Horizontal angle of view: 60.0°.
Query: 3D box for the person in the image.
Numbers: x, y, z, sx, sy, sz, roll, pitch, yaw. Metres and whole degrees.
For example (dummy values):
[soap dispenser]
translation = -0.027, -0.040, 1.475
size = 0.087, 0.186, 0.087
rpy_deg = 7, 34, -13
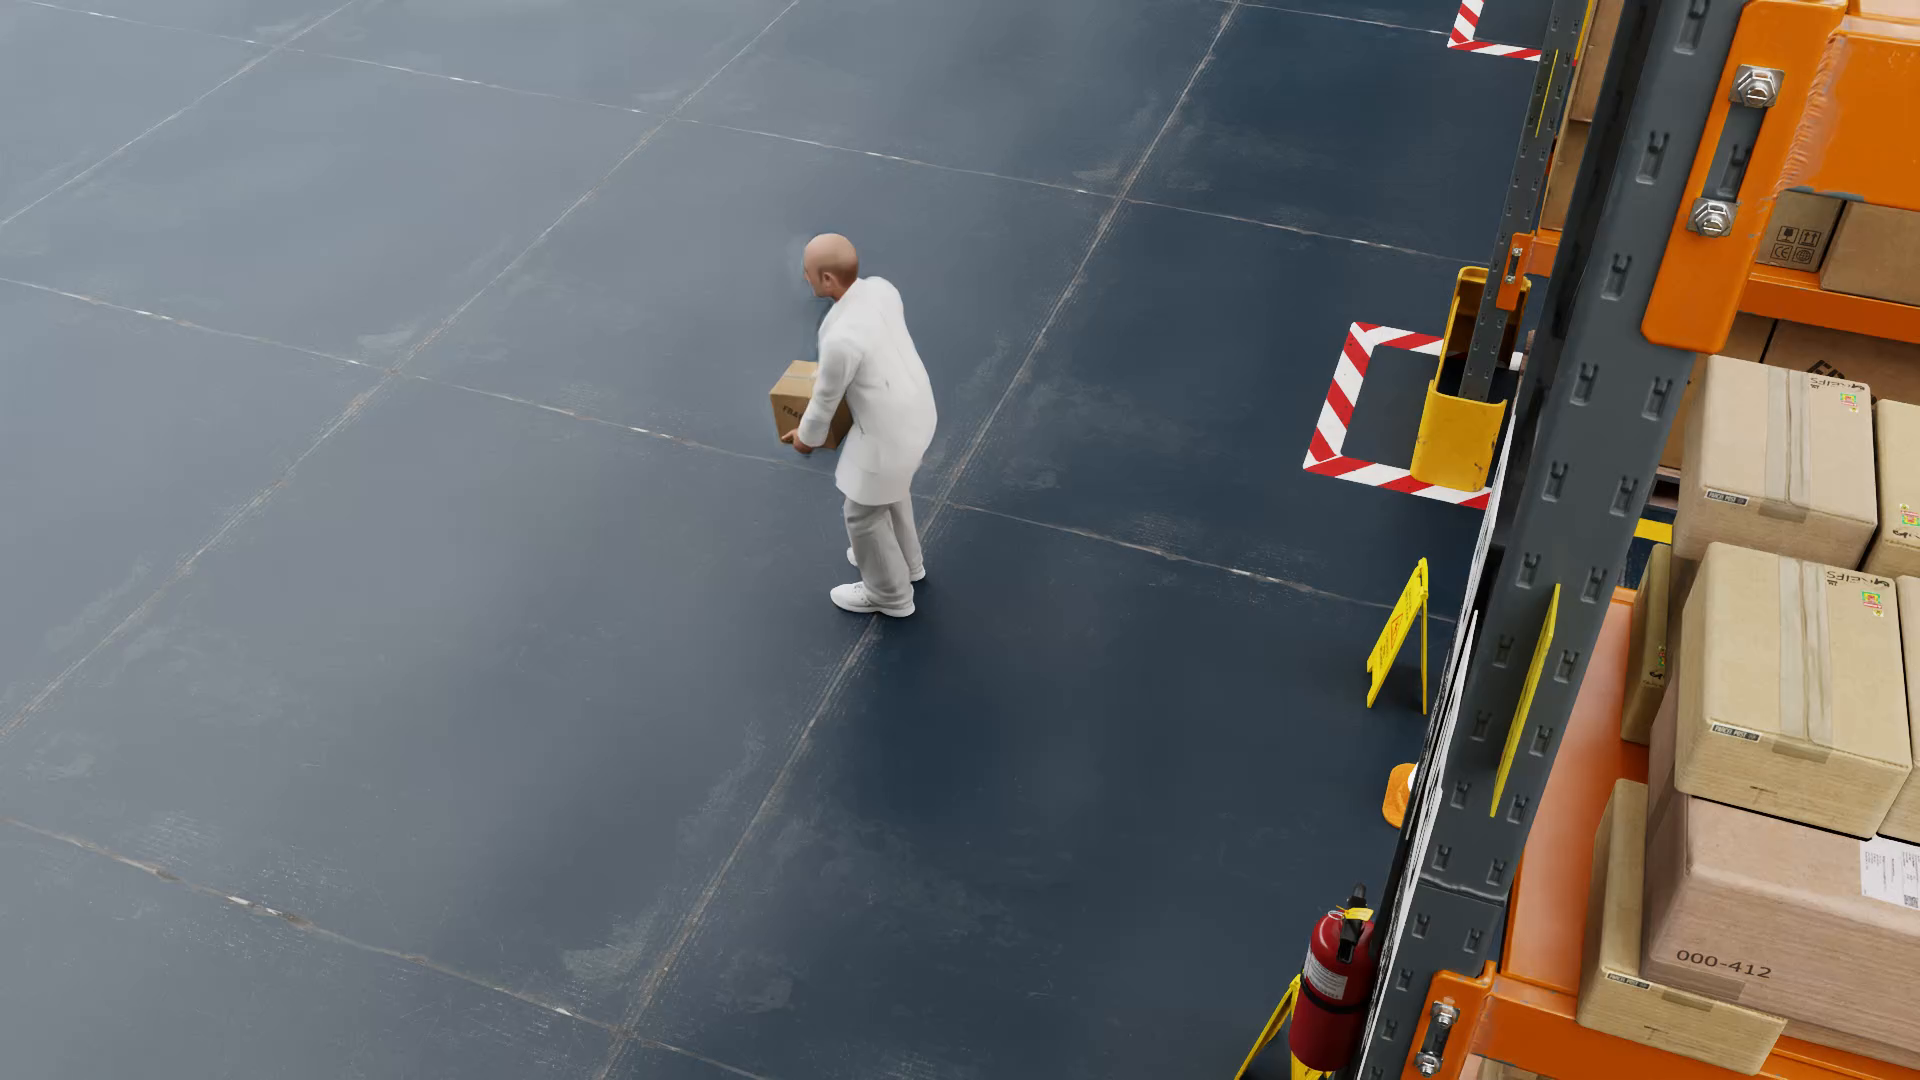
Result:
[person]
translation = -0.399, -0.465, 6.738
size = 0.600, 1.743, 0.534
rpy_deg = 13, 43, 14
